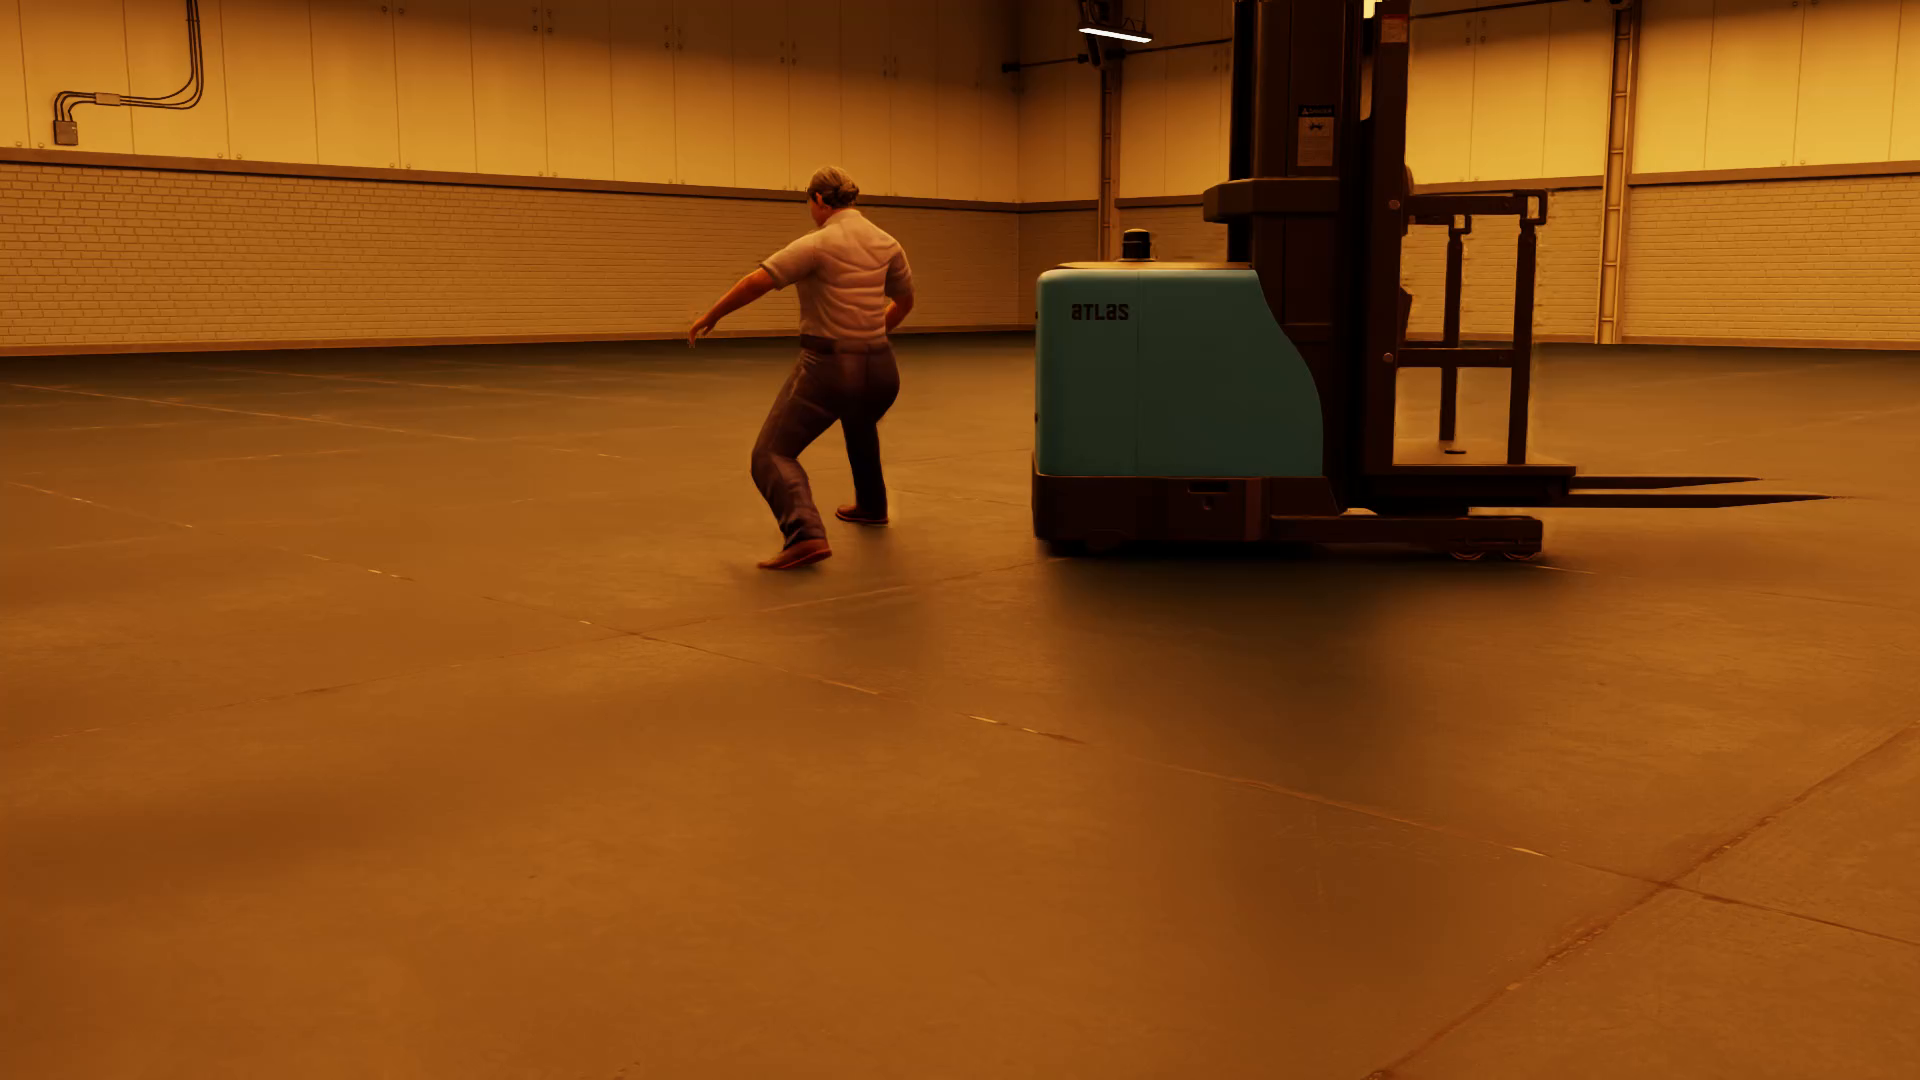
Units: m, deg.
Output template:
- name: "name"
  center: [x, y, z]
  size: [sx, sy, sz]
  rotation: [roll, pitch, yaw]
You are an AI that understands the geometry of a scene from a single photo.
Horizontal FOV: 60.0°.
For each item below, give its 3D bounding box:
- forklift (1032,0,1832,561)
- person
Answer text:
- name: "forklift"
  center: [1.814, -1.450, 6.504]
  size: [3.031, 2.935, 1.130]
  rotation: [0, 9, 2]
- name: "person"
  center: [-0.539, -0.686, 6.471]
  size: [1.013, 1.505, 0.941]
  rotation: [-7, 11, -41]
